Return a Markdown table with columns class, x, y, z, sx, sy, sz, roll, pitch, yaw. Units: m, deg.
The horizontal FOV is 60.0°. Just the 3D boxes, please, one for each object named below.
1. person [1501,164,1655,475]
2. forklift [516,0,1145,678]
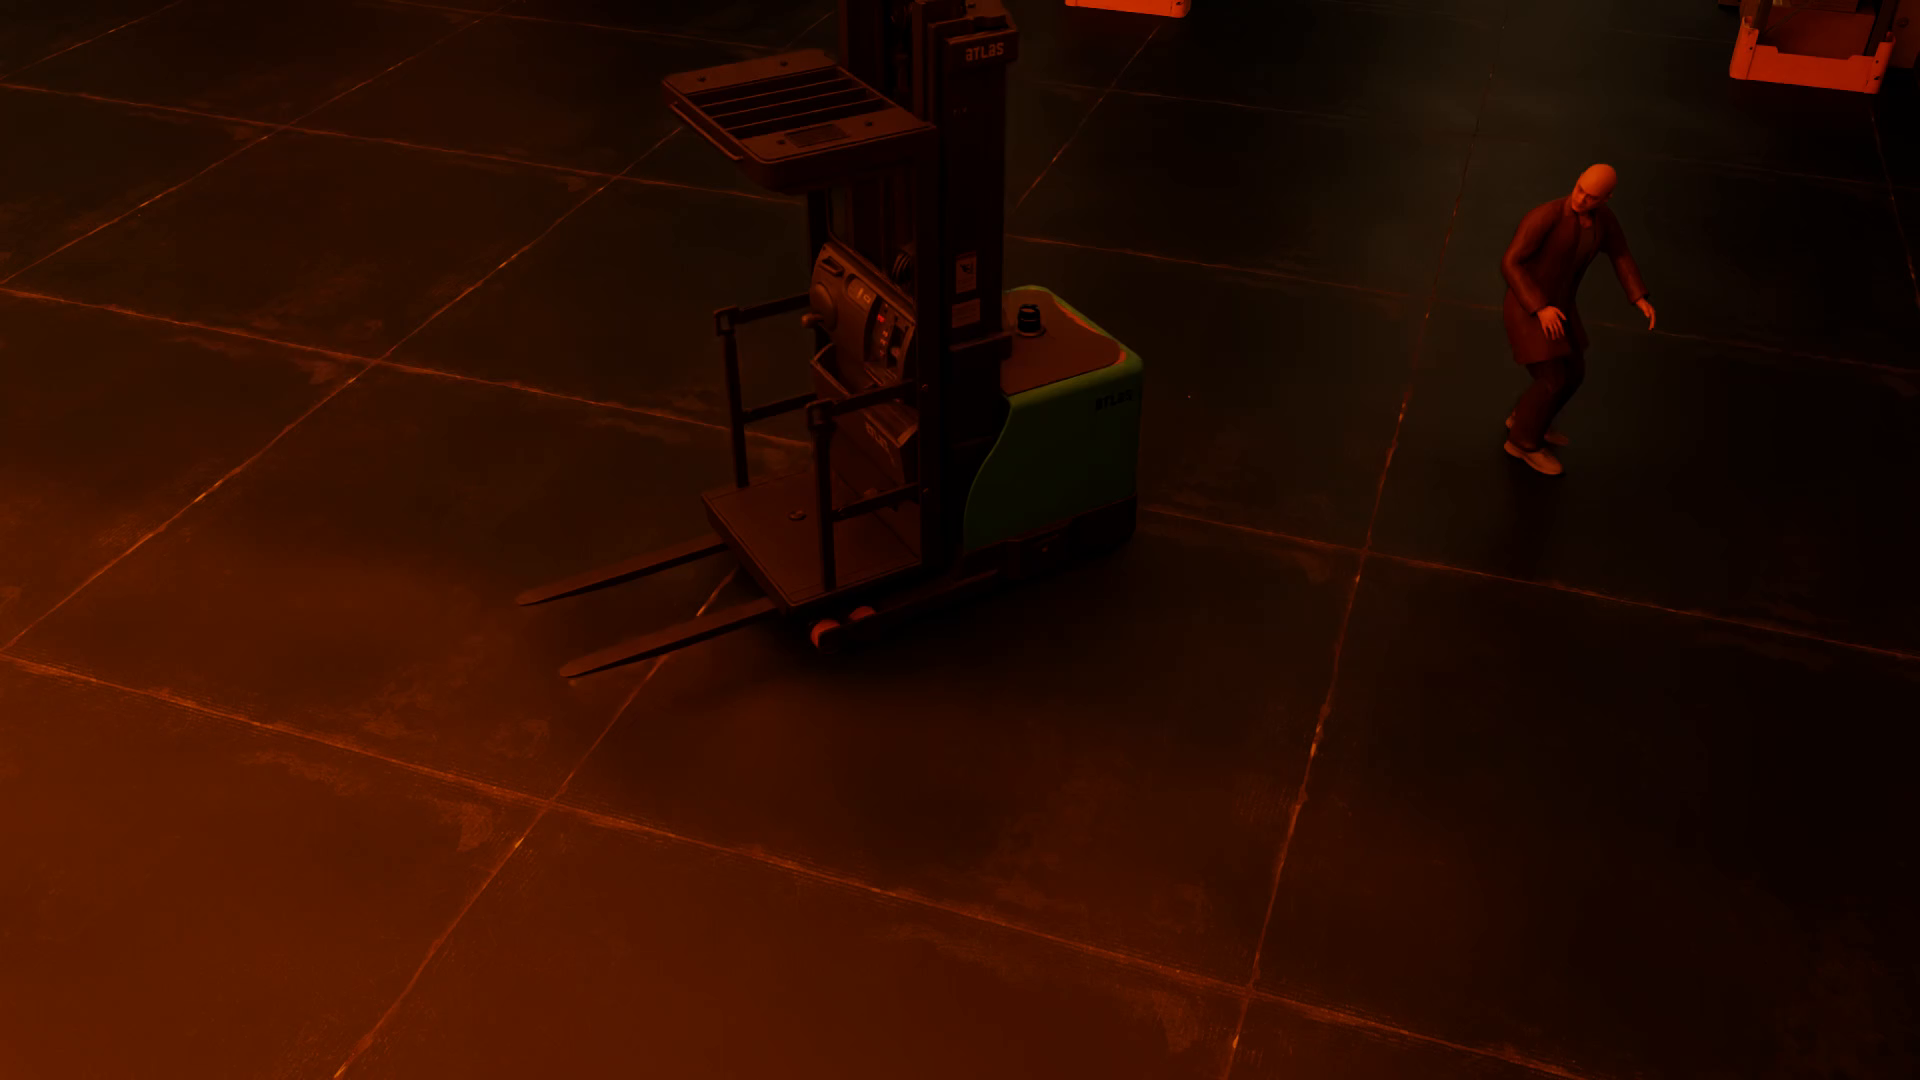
| class | x | y | z | sx | sy | sz | roll | pitch | yaw |
| --- | --- | --- | --- | --- | --- | --- | --- | --- | --- |
| person | 3.243 | -1.156 | 8.841 | 0.829 | 1.730 | 0.644 | -22 | 41 | -28 |
| forklift | -0.625 | -1.007 | 7.531 | 3.031 | 2.935 | 1.130 | -18 | 39 | -24 |
